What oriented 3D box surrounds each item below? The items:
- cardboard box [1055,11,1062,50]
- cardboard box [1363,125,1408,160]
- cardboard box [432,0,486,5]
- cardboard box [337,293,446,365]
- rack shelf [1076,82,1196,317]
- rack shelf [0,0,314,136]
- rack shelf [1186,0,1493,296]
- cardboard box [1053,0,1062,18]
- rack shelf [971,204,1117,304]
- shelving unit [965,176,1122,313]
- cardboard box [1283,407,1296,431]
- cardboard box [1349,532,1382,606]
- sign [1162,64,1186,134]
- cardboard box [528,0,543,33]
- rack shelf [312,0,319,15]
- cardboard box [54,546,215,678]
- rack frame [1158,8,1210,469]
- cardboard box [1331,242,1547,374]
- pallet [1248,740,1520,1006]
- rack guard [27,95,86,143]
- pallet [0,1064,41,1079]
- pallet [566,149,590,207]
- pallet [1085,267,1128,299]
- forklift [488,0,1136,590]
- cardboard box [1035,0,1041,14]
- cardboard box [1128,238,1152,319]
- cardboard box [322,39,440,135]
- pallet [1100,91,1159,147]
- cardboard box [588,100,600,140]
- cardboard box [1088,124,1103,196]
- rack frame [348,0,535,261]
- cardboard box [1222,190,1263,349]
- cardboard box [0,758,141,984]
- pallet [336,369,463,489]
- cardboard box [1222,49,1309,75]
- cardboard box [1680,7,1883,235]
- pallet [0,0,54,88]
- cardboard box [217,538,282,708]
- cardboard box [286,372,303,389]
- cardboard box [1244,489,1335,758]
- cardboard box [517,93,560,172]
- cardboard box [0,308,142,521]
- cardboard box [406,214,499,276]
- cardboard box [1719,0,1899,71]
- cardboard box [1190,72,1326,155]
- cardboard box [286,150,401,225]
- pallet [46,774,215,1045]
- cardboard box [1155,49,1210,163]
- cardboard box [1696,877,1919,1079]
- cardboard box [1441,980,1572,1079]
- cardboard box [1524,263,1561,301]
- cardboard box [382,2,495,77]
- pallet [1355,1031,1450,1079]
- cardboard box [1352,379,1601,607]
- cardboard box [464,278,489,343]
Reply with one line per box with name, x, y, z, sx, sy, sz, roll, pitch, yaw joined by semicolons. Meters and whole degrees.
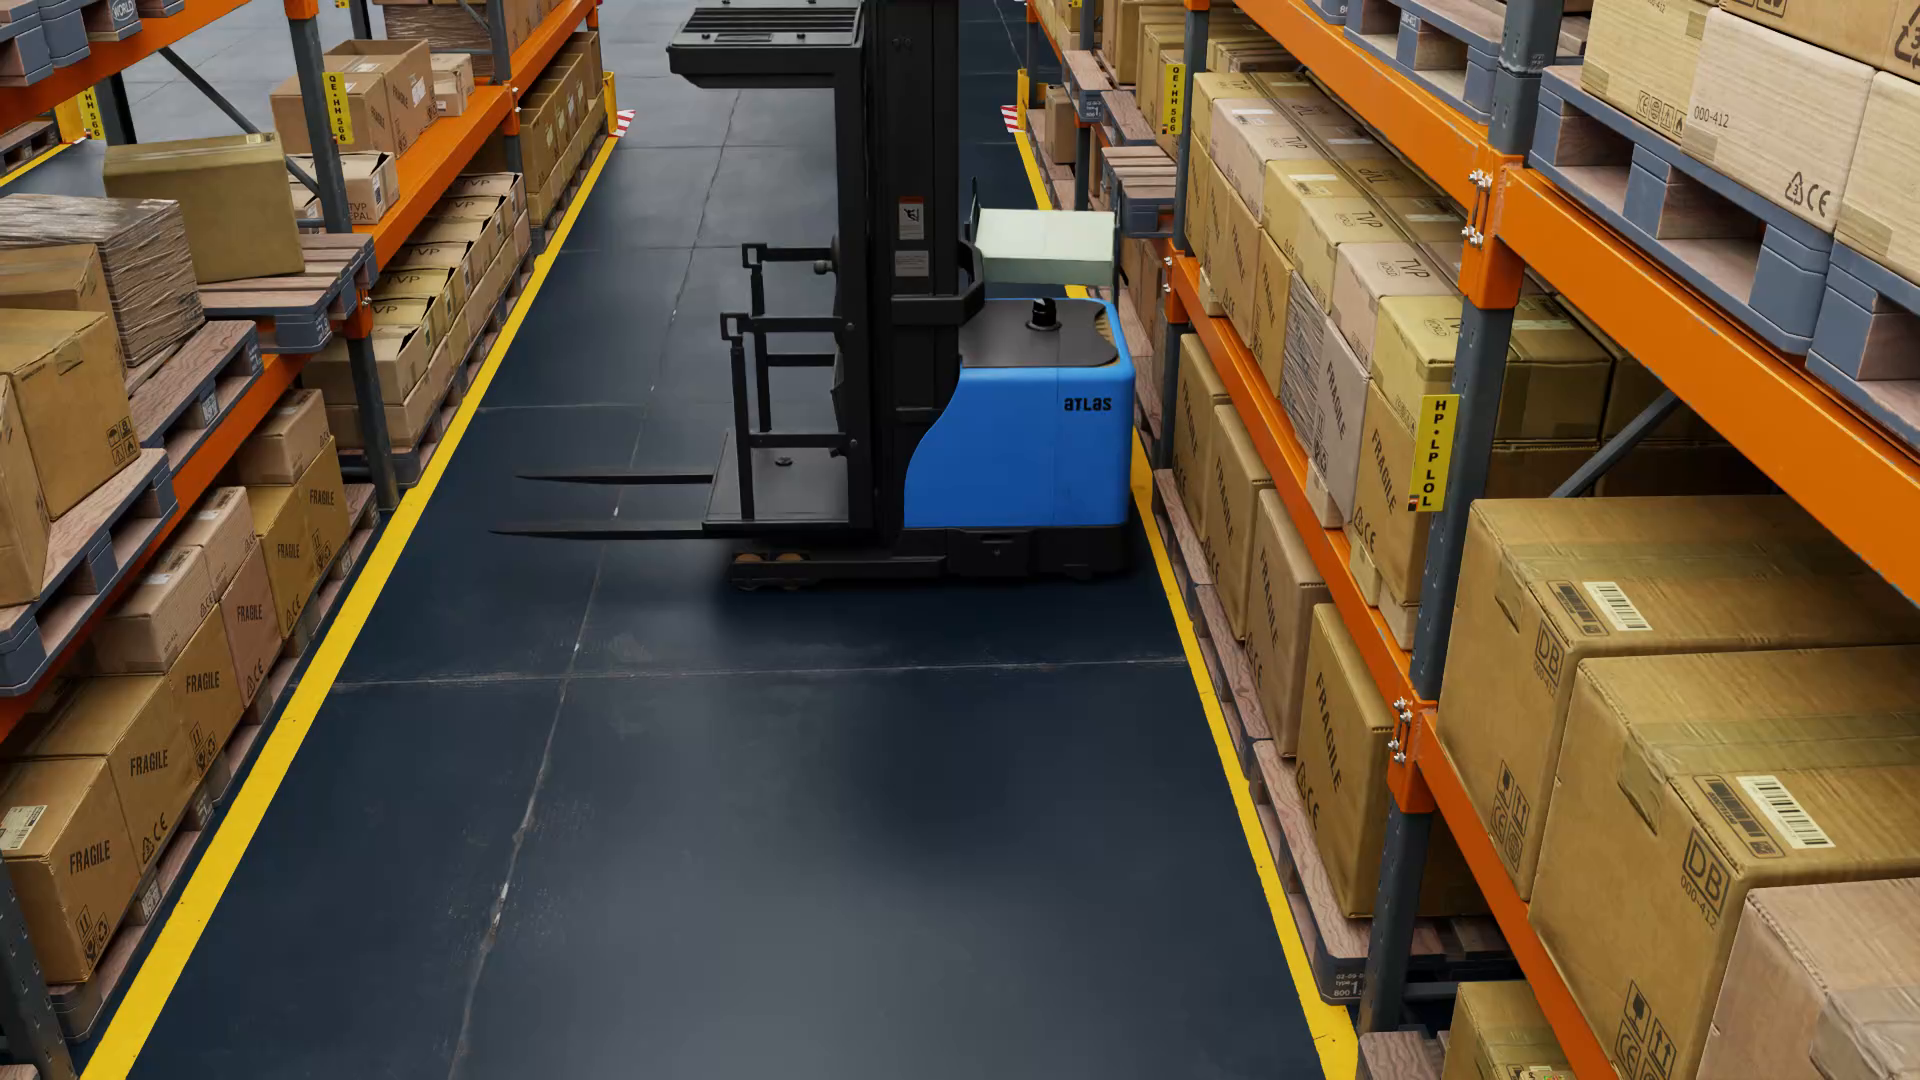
cardboard box;0.994;-3.838;12.505;0.500;0.250;0.500;-1;28;-2
cardboard box;1.877;-1.445;6.514;0.500;0.250;0.500;-2;28;-4
cardboard box;-3.429;-3.793;11.470;0.380;0.149;0.250;-1;28;-3
cardboard box;-3.169;-1.192;9.205;0.500;0.311;0.500;-2;28;-4
rack shelf;1.443;-2.211;10.024;1.077;0.370;4.000;-1;28;-3
rack shelf;-3.295;-1.573;5.556;1.077;0.370;4.000;-1;28;-3
rack shelf;1.652;-1.694;5.789;1.077;0.370;4.000;-1;28;-3
cardboard box;0.974;-4.170;12.331;0.500;0.500;0.500;-2;28;-3
rack shelf;0.434;-1.434;8.501;0.720;0.370;0.431;3;47;6
shelving unit;0.452;-1.169;8.787;0.755;1.500;0.431;3;47;6
cardboard box;1.431;-0.517;6.247;0.380;0.149;0.250;-1;28;-1
cardboard box;1.419;0.078;5.107;0.380;0.149;0.250;-1;28;-2
sign;1.006;-2.067;7.804;0.100;0.325;0.005;-1;28;-3
cardboard box;-3.722;-4.293;13.130;0.700;0.500;0.500;-1;28;-1
rack shelf;-3.504;-3.420;9.098;1.077;0.370;4.000;-1;28;-3
cardboard box;-3.024;0.252;5.940;0.500;0.250;0.500;-1;28;-3
rack frame;1.548;-1.607;8.087;1.000;3.000;0.127;-1;28;-3
cardboard box;1.460;-0.723;5.130;0.500;0.250;0.500;-1;28;-2
pallet;1.641;1.122;5.870;1.003;0.211;1.213;-1;28;-3
rack guard;-8.713;-3.920;15.225;1.175;0.500;0.348;-1;28;-3
pallet;-3.155;1.916;4.349;1.003;0.211;1.213;-1;28;-3
pallet;-3.674;-3.029;13.830;1.003;0.211;1.213;-1;28;-3
pallet;1.381;-1.858;11.584;1.003;0.211;1.213;-1;28;-3
forklift;-0.722;-1.285;7.613;3.031;2.867;1.129;-1;28;-1
cardboard box;0.900;-4.536;13.843;0.500;0.250;0.500;-2;28;-3
cardboard box;1.457;-1.727;10.545;0.700;0.500;0.500;-1;28;-2
cardboard box;-3.557;-2.779;10.226;0.500;0.500;0.500;1;28;1
pallet;1.403;-2.435;9.882;1.003;0.211;1.213;-1;28;-3
cardboard box;-3.456;-3.676;14.573;0.500;0.250;0.500;-1;28;-3
cardboard box;1.245;-3.019;13.022;0.500;0.500;0.500;-3;28;-7
rack frame;-3.608;-3.333;11.396;1.000;3.000;0.127;-1;28;-3
cardboard box;1.360;-1.090;6.645;0.500;0.500;0.500;-2;28;-3
cardboard box;-2.972;1.046;5.228;0.500;0.500;0.500;-3;28;-5
pallet;-3.403;-0.630;9.230;1.003;0.211;1.213;-1;28;-3
cardboard box;1.500;-2.292;8.116;0.380;0.149;0.250;-5;28;-9
cardboard box;1.542;-0.692;2.690;0.500;0.250;0.500;-2;28;-4
pallet;-3.154;-1.188;4.243;1.213;0.211;1.003;-1;28;-3
cardboard box;-3.056;0.335;6.591;0.500;0.500;0.500;-2;28;-5
cardboard box;-3.672;-0.937;8.716;0.500;0.311;0.500;-1;28;-1
cardboard box;1.543;0.300;6.301;0.750;0.750;0.750;-1;28;-1
cardboard box;-3.353;-3.085;12.629;0.500;0.500;0.500;-1;28;-3
cardboard box;-3.091;-0.409;5.228;0.700;0.500;0.500;3;28;5
cardboard box;-3.243;-1.897;10.557;0.500;0.311;0.500;-1;28;-3
cardboard box;1.547;-1.013;2.493;0.500;0.500;0.500;-2;28;-4
cardboard box;1.315;-1.895;7.377;0.500;0.250;0.500;-1;28;-1
cardboard box;-3.252;-1.863;8.676;0.500;0.311;0.500;-2;28;-3
pallet;-3.270;1.224;5.676;1.003;0.211;1.213;-1;28;-3
cardboard box;1.457;-2.320;8.871;0.700;0.500;0.500;-4;28;-7
cardboard box;1.849;1.032;2.704;0.980;0.700;0.700;-3;28;-5
cardboard box;1.693;1.511;4.359;0.700;0.500;0.500;-1;28;-2
cardboard box;1.959;-0.737;5.157;0.500;0.250;0.500;-1;28;-2
cardboard box;-3.637;-3.582;11.765;0.700;0.500;0.500;-2;28;-4
pallet;1.718;1.830;4.513;1.003;0.211;1.213;-1;28;-3
cardboard box;1.481;-0.152;4.846;0.500;0.500;0.500;-2;28;-3
cardboard box;-3.220;-1.410;10.229;0.500;0.250;0.500;-1;28;-2
